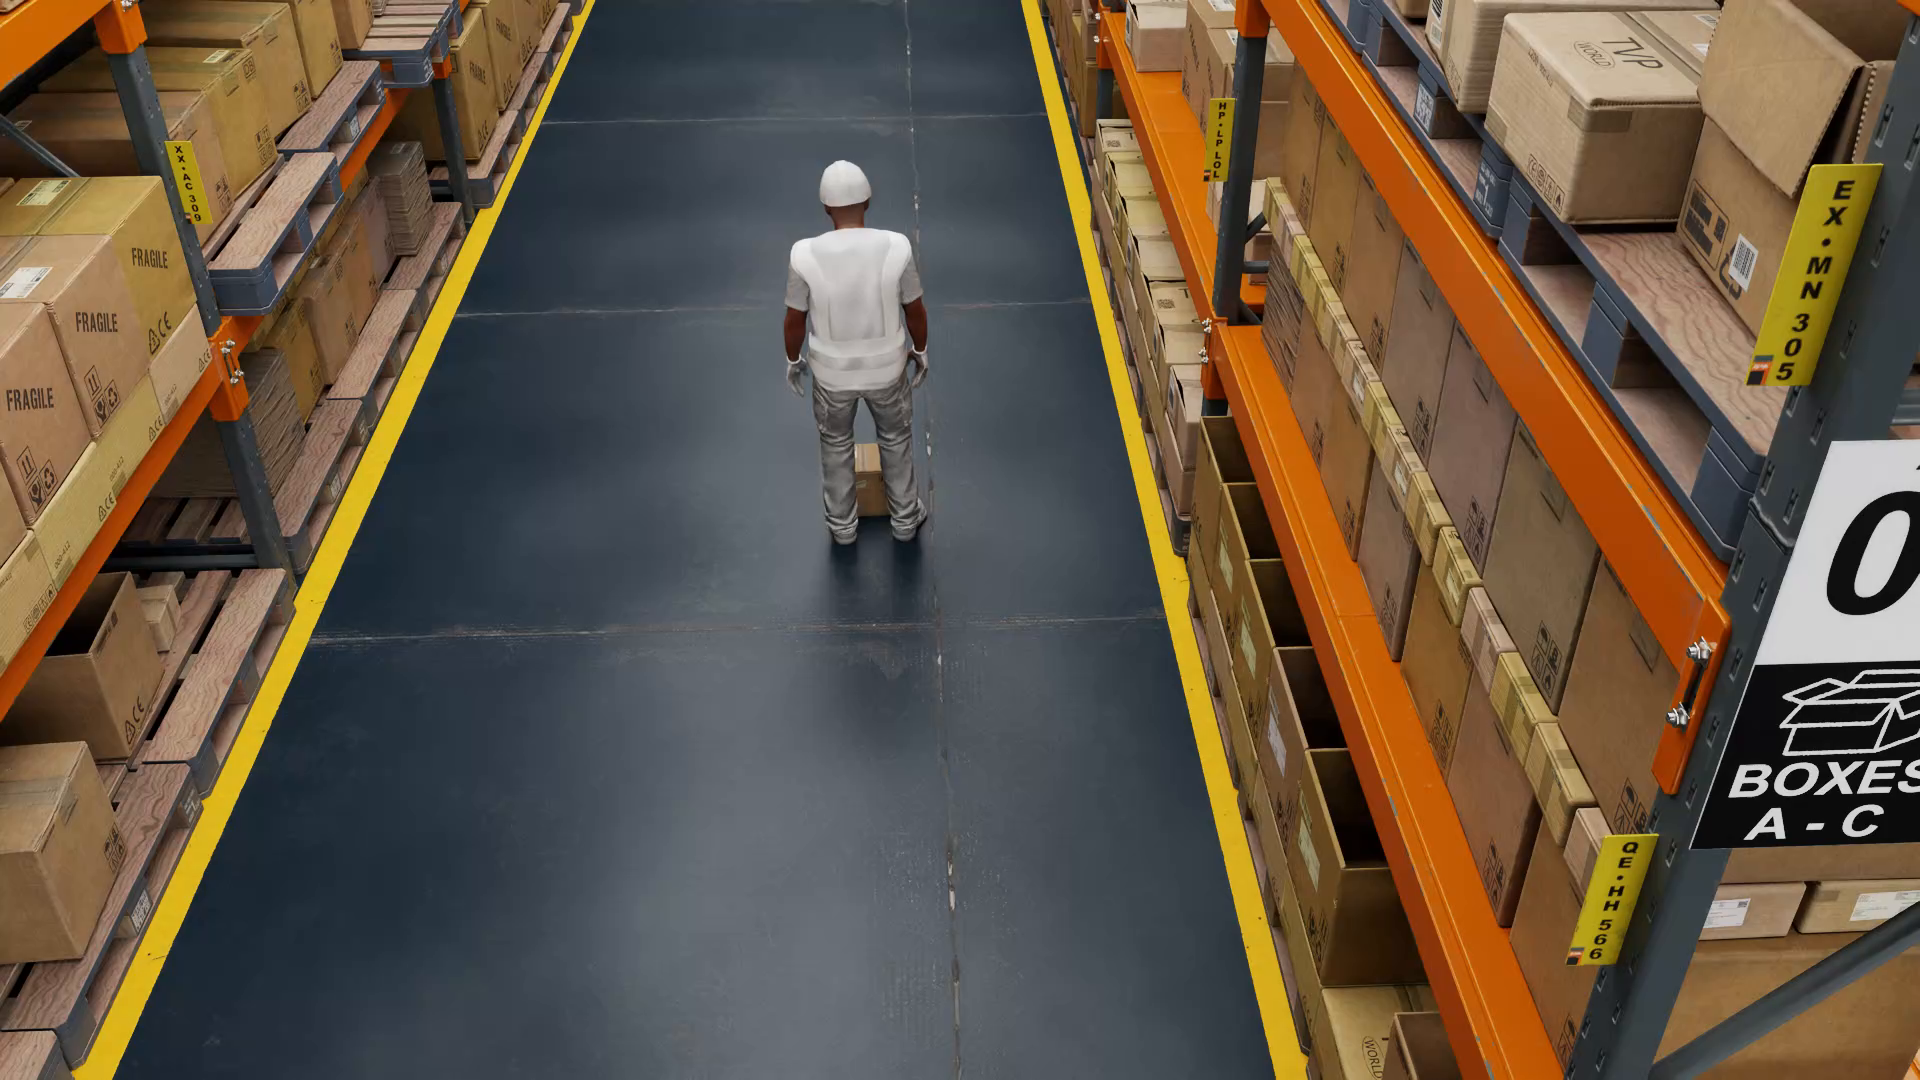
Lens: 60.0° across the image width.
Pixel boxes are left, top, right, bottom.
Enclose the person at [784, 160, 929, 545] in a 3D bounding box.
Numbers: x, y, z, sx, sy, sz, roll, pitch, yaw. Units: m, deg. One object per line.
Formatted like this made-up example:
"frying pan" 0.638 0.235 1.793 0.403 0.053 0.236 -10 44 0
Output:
"person" -0.447 -0.777 7.248 0.629 1.774 0.444 -3 35 -5
